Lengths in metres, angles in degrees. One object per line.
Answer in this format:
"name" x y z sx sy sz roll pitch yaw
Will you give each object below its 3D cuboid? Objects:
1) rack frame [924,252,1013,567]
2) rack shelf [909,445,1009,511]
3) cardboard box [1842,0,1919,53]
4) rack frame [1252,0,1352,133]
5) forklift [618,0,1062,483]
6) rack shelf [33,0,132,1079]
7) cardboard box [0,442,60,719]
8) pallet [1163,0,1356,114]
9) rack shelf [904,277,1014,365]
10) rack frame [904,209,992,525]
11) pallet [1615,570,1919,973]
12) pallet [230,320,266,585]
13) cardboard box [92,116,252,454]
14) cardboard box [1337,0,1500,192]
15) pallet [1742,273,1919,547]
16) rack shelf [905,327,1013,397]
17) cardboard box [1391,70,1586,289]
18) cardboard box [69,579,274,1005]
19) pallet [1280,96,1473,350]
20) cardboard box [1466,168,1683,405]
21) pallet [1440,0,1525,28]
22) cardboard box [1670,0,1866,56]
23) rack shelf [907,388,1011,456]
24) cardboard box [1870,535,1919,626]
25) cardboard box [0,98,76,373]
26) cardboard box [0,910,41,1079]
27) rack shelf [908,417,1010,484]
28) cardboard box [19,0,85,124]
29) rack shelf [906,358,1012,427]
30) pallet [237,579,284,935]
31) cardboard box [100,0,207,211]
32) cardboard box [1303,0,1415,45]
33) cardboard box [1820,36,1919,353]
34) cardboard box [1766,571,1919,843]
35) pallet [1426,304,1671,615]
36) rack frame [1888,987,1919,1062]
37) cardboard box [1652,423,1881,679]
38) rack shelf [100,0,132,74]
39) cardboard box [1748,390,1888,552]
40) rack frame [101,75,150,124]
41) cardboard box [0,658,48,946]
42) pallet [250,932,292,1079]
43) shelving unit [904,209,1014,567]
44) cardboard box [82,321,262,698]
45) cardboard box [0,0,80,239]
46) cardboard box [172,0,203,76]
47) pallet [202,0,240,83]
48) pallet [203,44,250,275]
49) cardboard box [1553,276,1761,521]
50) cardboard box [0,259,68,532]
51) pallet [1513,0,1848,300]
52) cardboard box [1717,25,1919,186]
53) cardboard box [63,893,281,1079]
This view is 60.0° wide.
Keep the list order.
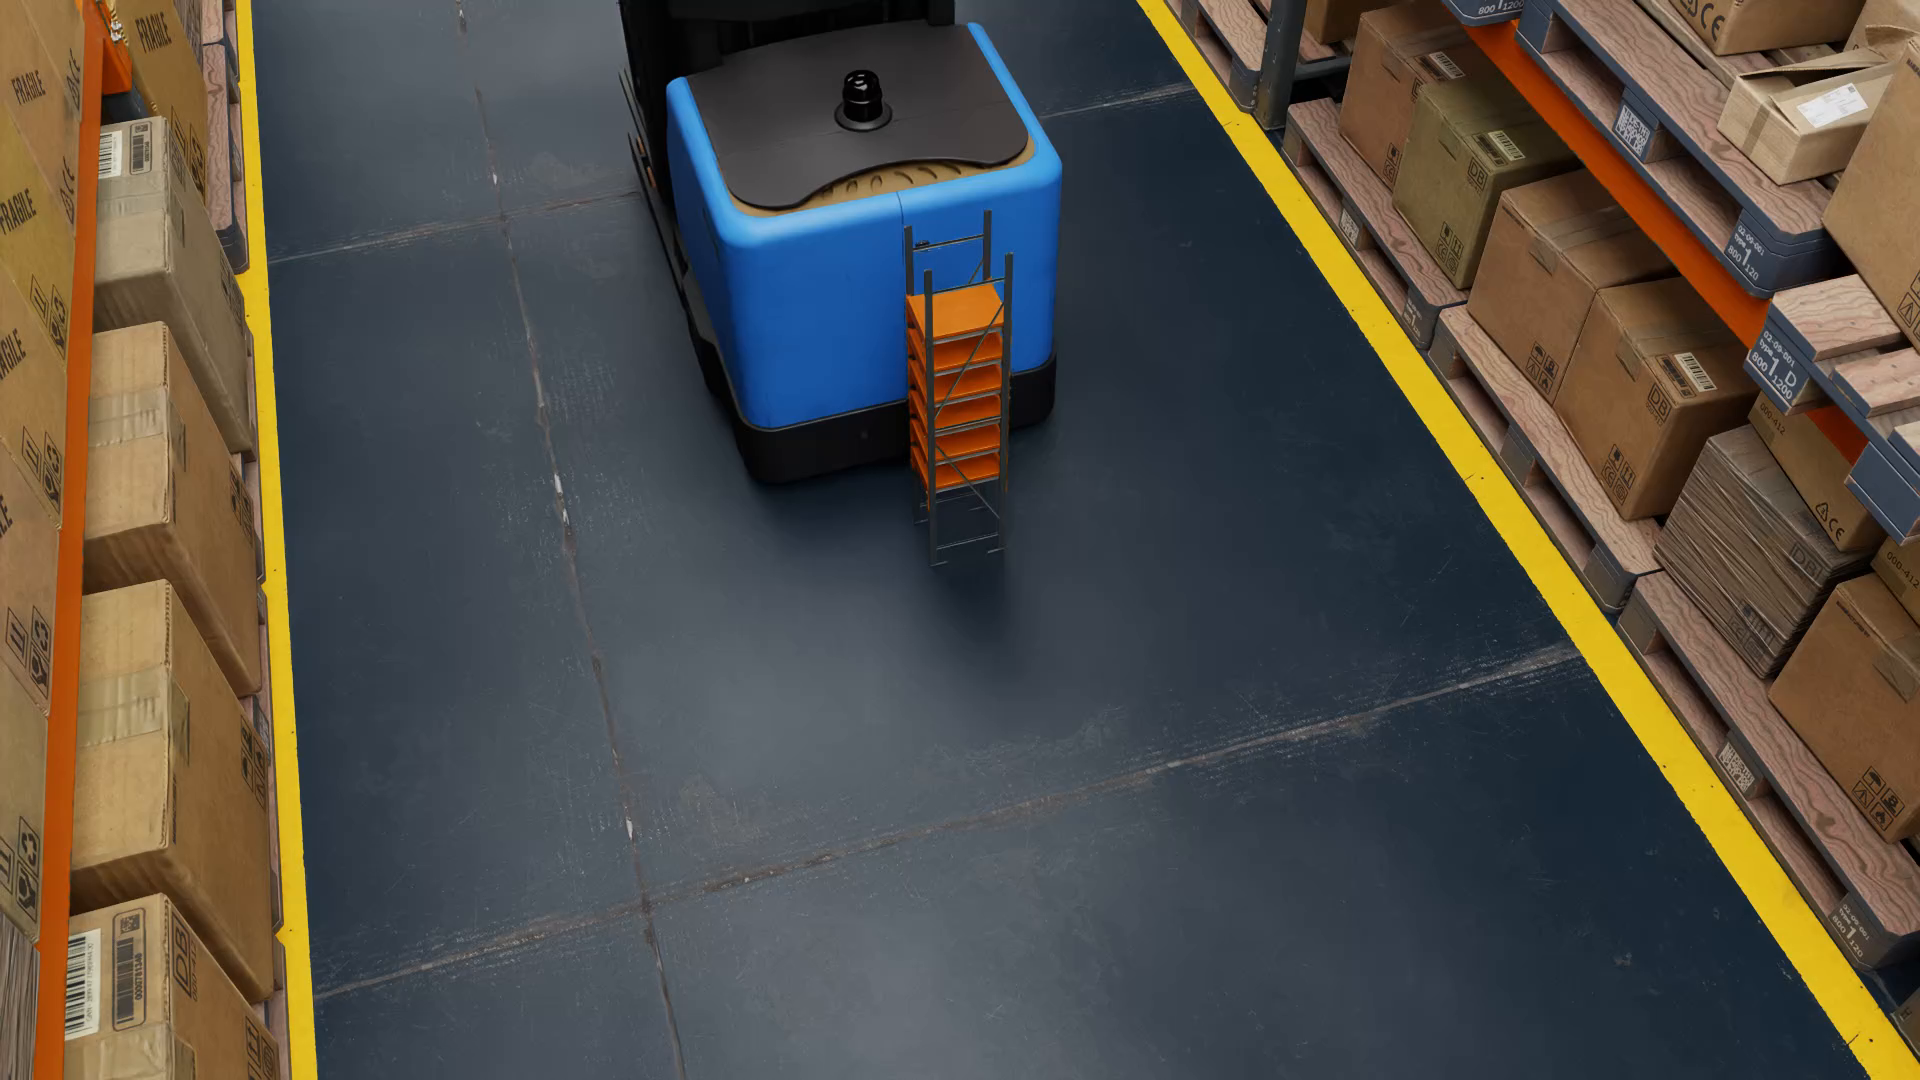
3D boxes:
"rack frame" 0.023 -0.330 4.744 0.240 1.200 0.006 -13 51 -11
"rack shelf" -0.004 -0.214 5.018 0.258 0.103 0.180 -13 51 -11
"cardboard box" 2.579 -1.185 4.111 0.500 0.250 0.500 -15 51 -12
"rack frame" 1.672 -2.744 5.601 1.000 3.000 0.127 -13 51 -11
"forklift" -0.631 -2.283 5.258 1.130 2.935 3.031 -14 51 -12
"rack shelf" -2.504 -0.003 3.762 1.077 0.370 4.000 -13 51 -11
"cardboard box" -2.090 0.065 3.168 0.500 0.500 0.500 -13 51 -11
"pallet" 1.440 -2.327 7.074 1.003 0.211 1.213 -13 51 -11
"rack shelf" -0.004 -0.601 4.559 0.258 0.103 0.180 -13 51 -11
"rack frame" -0.031 -0.464 4.857 0.240 1.200 0.006 -13 51 -11
"pallet" 2.625 0.505 4.686 1.003 0.211 1.213 -13 51 -11
"pallet" -2.796 -0.251 5.323 1.003 0.211 1.213 -13 51 -11
"cardboard box" -2.826 -0.673 5.052 1.050 0.750 0.750 -14 51 -11
"cardboard box" 1.833 -1.627 6.006 0.700 0.500 0.500 -17 52 -14
"pallet" 2.542 -0.257 3.630 1.213 0.211 1.003 -13 51 -11
"rack shelf" -0.004 -0.523 4.651 0.258 0.103 0.180 -13 51 -11
"cardboard box" 1.956 -1.274 5.709 0.700 0.500 0.500 -14 51 -11
"cardboard box" -2.269 0.712 3.884 1.050 0.750 0.750 -13 51 -10
"pallet" 1.904 -1.277 6.188 1.003 0.211 1.213 -13 51 -11
"cardboard box" 2.122 -0.865 5.365 0.700 0.500 0.500 -17 52 -14
"pallet" 1.759 -2.091 5.176 1.003 0.211 1.213 -13 51 -11
"cardboard box" 2.273 -1.667 4.351 0.797 0.503 0.637 -9 50 -7
"rack shelf" -0.004 -0.369 4.834 0.258 0.103 0.180 -13 51 -11
"cardboard box" 2.628 0.117 4.046 0.500 0.250 0.500 -11 51 -9
"cardboard box" -2.387 -0.669 3.787 0.500 0.500 0.500 -13 51 -11
"cardboard box" -1.788 0.804 2.545 0.500 0.500 0.500 -13 51 -11
"rack shelf" -0.004 -0.291 4.926 0.258 0.103 0.180 -13 51 -11
"cardboard box" -2.686 -1.408 4.409 0.500 0.500 0.500 -14 51 -11
"rack shelf" -0.004 -0.446 4.742 0.258 0.103 0.180 -13 51 -11
"pallet" -2.431 0.642 4.571 1.003 0.211 1.213 -13 51 -11
"cardboard box" -3.215 -1.622 5.770 0.875 0.875 0.875 -13 51 -10
"cardboard box" 1.592 -2.375 6.650 0.500 0.500 0.500 -15 51 -12
"cardboard box" 2.396 -0.760 3.589 0.700 0.500 0.500 -7 50 -6
"cardboard box" 2.638 0.357 4.334 0.700 0.500 0.500 -16 52 -13
"pallet" 2.268 -0.384 5.436 1.003 0.211 1.213 -13 51 -11
"rack frame" 2.855 0.178 3.138 1.000 3.000 0.127 -13 51 -11
"cardboard box" 2.461 -0.045 4.674 0.700 0.500 0.500 -17 52 -14
"rack shelf" -3.687 -2.925 6.224 1.077 0.370 4.000 -13 51 -11
"cardboard box" 2.462 -0.268 4.371 0.500 0.250 0.500 -8 50 -7
"rack frame" -3.096 -1.696 4.718 1.000 3.000 0.127 -13 51 -11
"cardboard box" -1.941 0.434 2.857 0.500 0.500 0.500 -14 51 -11
"pallet" -2.074 1.531 3.821 1.003 0.211 1.213 -13 51 -11
"shelving unit" -0.004 -0.397 4.800 0.258 1.200 0.189 -13 51 -11
"cardboard box" -2.545 0.032 4.458 1.050 0.750 0.750 -13 51 -11
"cardboard box" -2.537 -1.039 4.098 0.500 0.500 0.500 -14 51 -11
"cardboard box" -3.485 -2.279 6.325 0.875 0.875 0.875 -13 51 -11
"pallet" -3.611 -2.263 7.020 1.003 0.211 1.213 -13 51 -11
"pallet" -3.246 -1.370 6.267 1.003 0.211 1.213 -13 51 -11
"cardboard box" 2.287 -0.458 5.021 0.700 0.500 0.500 -9 51 -8
"cardboard box" -2.235 -0.299 3.475 0.500 0.500 0.500 -14 51 -11
"pallet" 2.230 -1.197 4.423 1.003 0.211 1.213 -13 51 -11
"cardboard box" 2.104 -1.071 4.004 0.396 0.266 0.258 -15 51 -12
"cardboard box" -2.007 1.350 3.347 1.050 0.750 0.750 -14 51 -11
